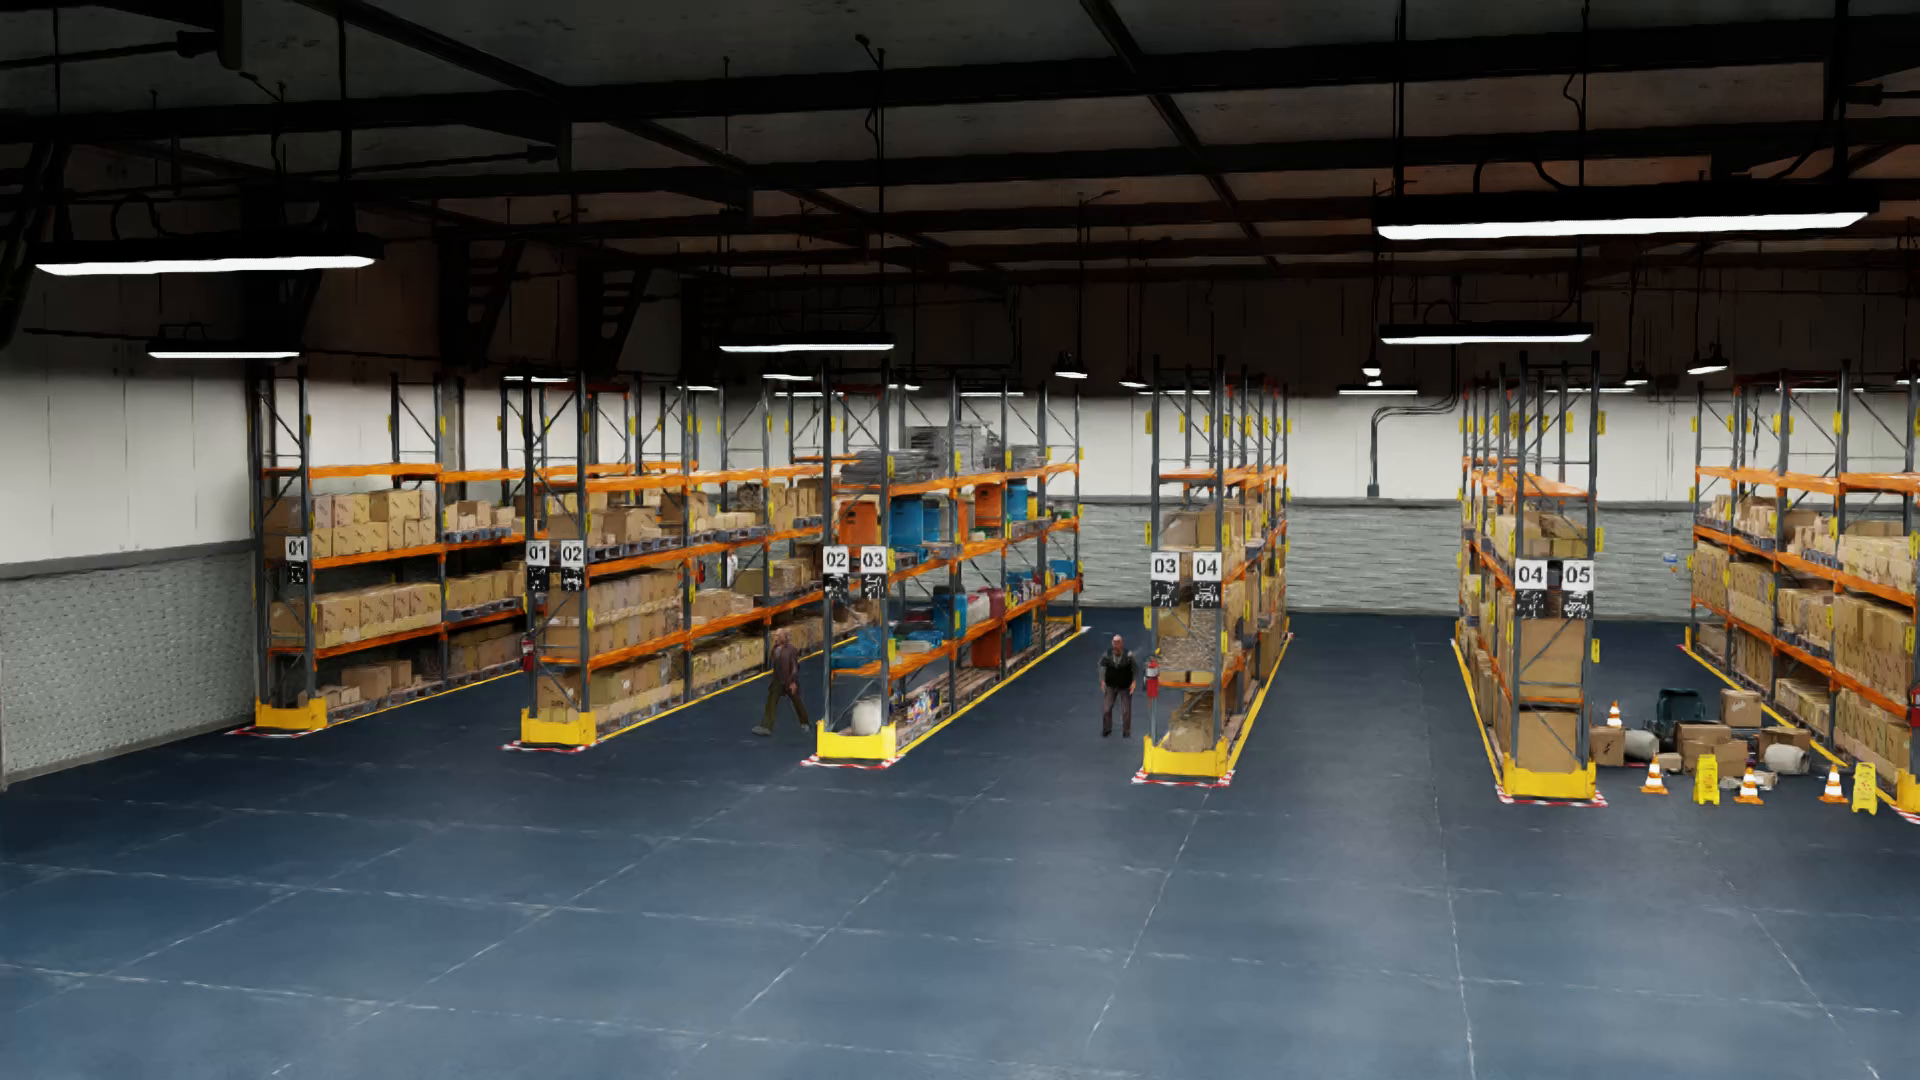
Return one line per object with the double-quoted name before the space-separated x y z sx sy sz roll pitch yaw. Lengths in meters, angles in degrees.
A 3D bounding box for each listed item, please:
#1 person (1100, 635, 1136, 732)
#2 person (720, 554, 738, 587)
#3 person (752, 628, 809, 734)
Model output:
"person" 2.527 2.307 26.631 0.608 1.613 0.532 1 4 13
"person" -6.130 1.122 44.656 0.778 1.569 0.613 -3 5 -37
"person" -2.865 2.285 26.952 0.598 1.717 1.021 3 5 38
